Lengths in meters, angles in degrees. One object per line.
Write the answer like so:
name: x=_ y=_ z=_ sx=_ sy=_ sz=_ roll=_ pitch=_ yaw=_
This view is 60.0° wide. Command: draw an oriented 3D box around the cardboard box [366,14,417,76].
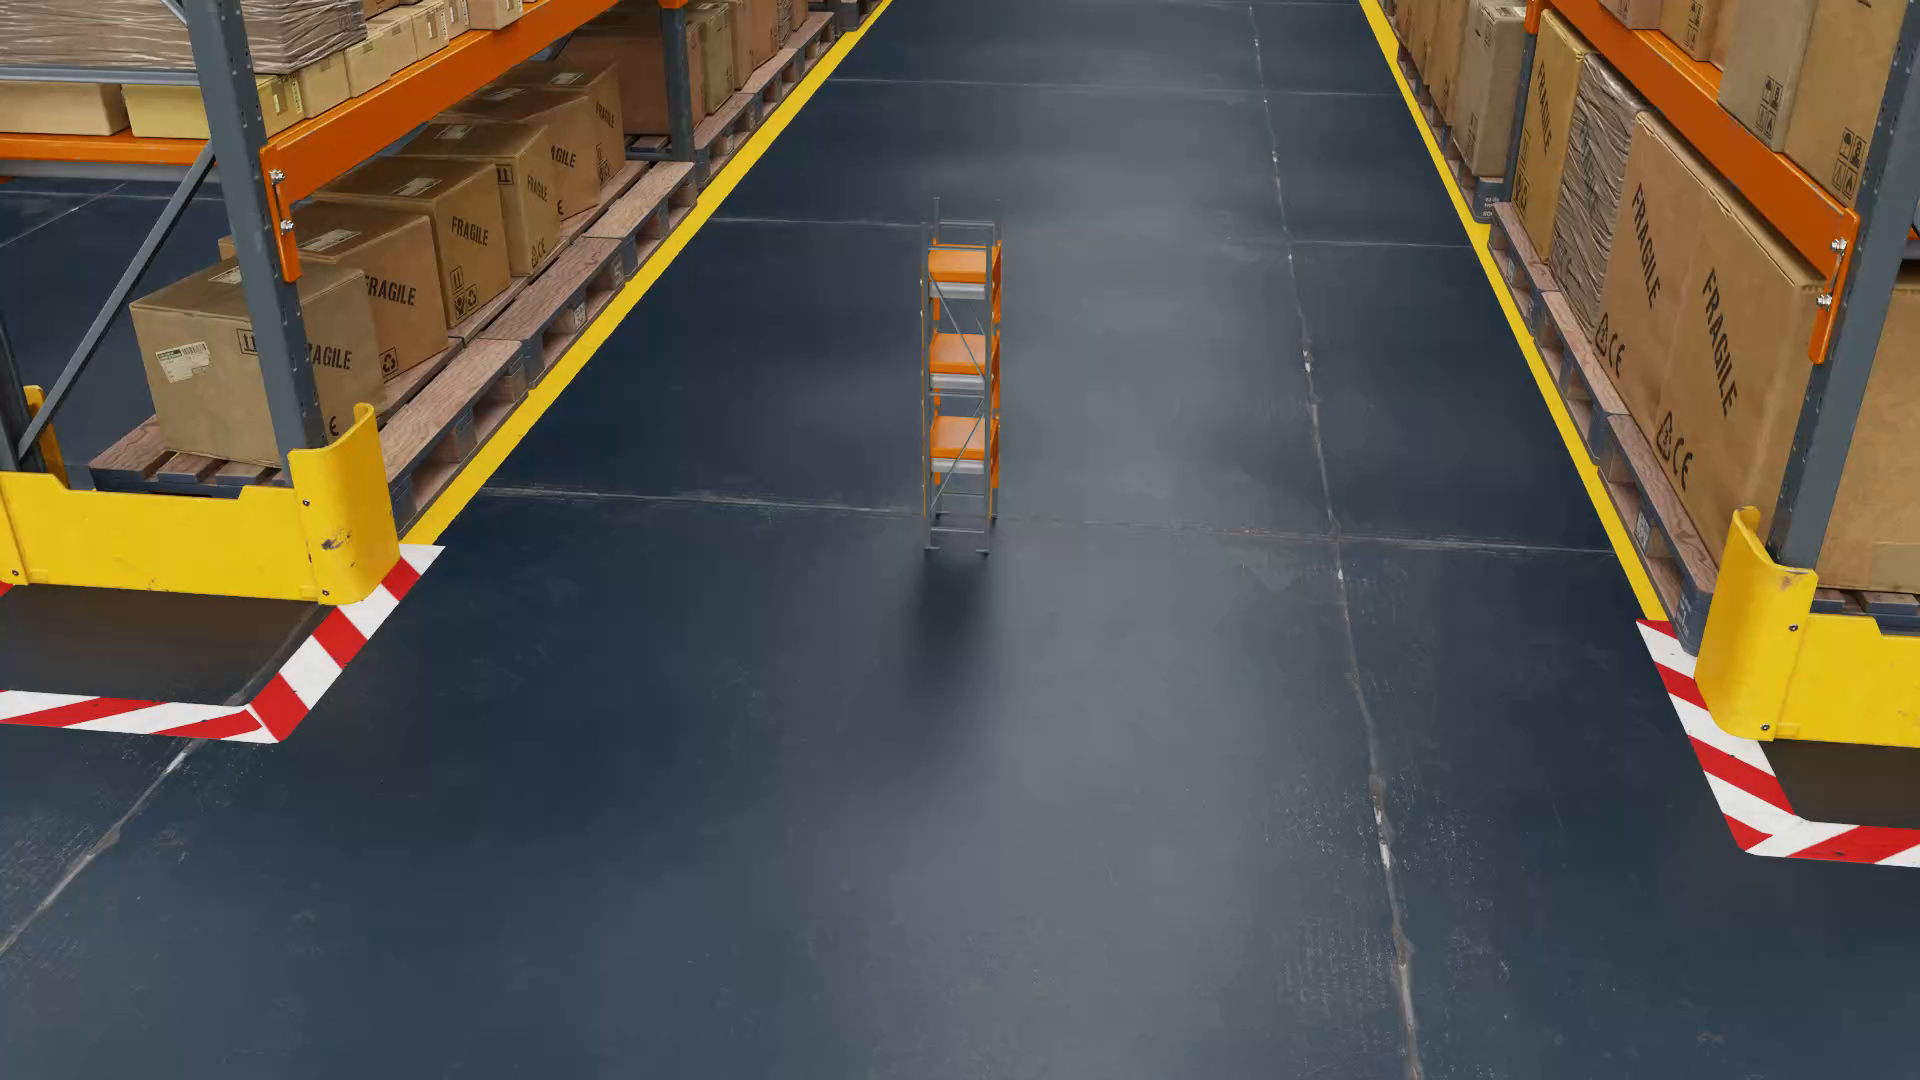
cardboard box: x=-1.957 y=-1.566 z=5.259 sx=0.380 sy=0.149 sz=0.250 roll=3 pitch=28 yaw=6

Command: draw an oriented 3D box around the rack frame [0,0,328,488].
rack frame: x=-2.334 y=-1.204 z=4.322 sx=1.000 sy=3.000 sz=0.127 roll=3 pitch=28 yaw=6

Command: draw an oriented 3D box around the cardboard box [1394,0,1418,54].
cardboard box: x=3.393 y=-3.547 z=10.601 sx=1.050 sy=0.750 sz=0.750 roll=3 pitch=28 yaw=6

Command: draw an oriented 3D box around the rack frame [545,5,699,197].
rack frame: x=-1.843 y=-3.087 z=7.817 sx=1.000 sy=3.000 sz=0.127 roll=3 pitch=28 yaw=6

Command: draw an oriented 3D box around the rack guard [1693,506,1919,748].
rack guard: x=2.574 y=0.243 z=4.271 sx=1.175 sy=0.500 sz=0.348 roll=3 pitch=28 yaw=6

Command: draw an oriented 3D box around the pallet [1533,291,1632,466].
pallet: x=2.749 y=-0.594 z=6.131 sx=1.003 sy=0.211 sz=1.213 roll=3 pitch=28 yaw=6

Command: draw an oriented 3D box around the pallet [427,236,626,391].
pallet: x=-2.038 y=-0.965 z=6.819 sx=1.003 sy=0.211 sz=1.213 roll=3 pitch=28 yaw=6

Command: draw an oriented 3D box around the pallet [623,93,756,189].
pallet: x=-1.750 y=-2.226 z=9.159 sx=1.003 sy=0.211 sz=1.213 roll=3 pitch=28 yaw=6

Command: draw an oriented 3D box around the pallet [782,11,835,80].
pallet: x=-1.451 y=-3.374 z=11.291 sx=1.003 sy=0.211 sz=1.213 roll=3 pitch=28 yaw=6

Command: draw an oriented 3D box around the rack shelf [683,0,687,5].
rack shelf: x=-1.598 y=-3.712 z=9.735 sx=1.077 sy=0.370 sz=4.000 roll=3 pitch=28 yaw=6

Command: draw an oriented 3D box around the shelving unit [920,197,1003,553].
shelving unit: x=0.007 y=-0.487 z=5.048 sx=0.215 sy=1.050 sz=0.252 roll=3 pitch=28 yaw=6

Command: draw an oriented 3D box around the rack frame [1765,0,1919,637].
rack frame: x=2.577 y=-0.868 z=3.699 sx=1.000 sy=3.000 sz=0.127 roll=3 pitch=28 yaw=6

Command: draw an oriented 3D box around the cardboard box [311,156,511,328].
cardboard box: x=-2.106 y=-1.158 z=6.430 sx=0.500 sy=0.500 sz=0.500 roll=6 pitch=29 yaw=11

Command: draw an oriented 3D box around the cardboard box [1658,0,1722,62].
cardboard box: x=2.840 y=-1.880 z=5.419 sx=0.875 sy=0.550 sz=0.500 roll=3 pitch=28 yaw=6

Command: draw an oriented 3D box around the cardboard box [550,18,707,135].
cardboard box: x=-1.747 y=-2.468 z=8.840 sx=0.700 sy=0.500 sz=0.500 roll=1 pitch=28 yaw=2

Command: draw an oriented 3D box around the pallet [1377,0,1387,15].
pallet: x=3.806 y=-4.347 z=13.096 sx=1.003 sy=0.211 sz=1.213 roll=3 pitch=28 yaw=6

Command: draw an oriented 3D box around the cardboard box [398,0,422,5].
cardboard box: x=-2.193 y=-2.112 z=5.588 sx=0.875 sy=0.500 sz=0.500 roll=3 pitch=28 yaw=6

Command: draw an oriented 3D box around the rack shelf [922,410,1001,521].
rack shelf: x=0.007 y=-0.233 z=5.185 sx=0.215 sy=0.259 sz=0.240 roll=3 pitch=28 yaw=6

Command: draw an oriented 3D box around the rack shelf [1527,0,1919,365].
rack shelf: x=2.822 y=-1.493 z=5.617 sx=1.077 sy=0.370 sz=4.000 roll=3 pitch=28 yaw=6

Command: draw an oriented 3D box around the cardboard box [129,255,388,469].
cardboard box: x=-2.240 y=-0.582 z=5.360 sx=0.500 sy=0.500 sz=0.500 roll=9 pitch=30 yaw=16

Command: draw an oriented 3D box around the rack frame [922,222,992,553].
rack frame: x=-0.008 y=-0.430 z=4.941 sx=0.200 sy=1.050 sz=0.008 roll=3 pitch=28 yaw=6

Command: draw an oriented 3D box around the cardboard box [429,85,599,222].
cardboard box: x=-1.995 y=-1.715 z=7.464 sx=0.500 sy=0.500 sz=0.500 roll=13 pitch=31 yaw=22

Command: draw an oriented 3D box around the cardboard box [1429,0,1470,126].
cardboard box: x=3.176 y=-2.697 z=9.023 sx=1.050 sy=0.750 sz=0.750 roll=3 pitch=28 yaw=6

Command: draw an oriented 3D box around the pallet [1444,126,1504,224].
pallet: x=3.087 y=-1.891 z=8.538 sx=1.003 sy=0.211 sz=1.213 roll=3 pitch=28 yaw=6

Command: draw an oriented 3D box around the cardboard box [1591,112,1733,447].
cardboard box: x=2.700 y=-0.855 z=5.472 sx=0.875 sy=0.875 sz=0.875 roll=3 pitch=28 yaw=5

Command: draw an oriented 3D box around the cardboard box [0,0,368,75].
cardboard box: x=-2.239 y=-1.636 z=4.706 sx=0.875 sy=0.500 sz=0.500 roll=3 pitch=28 yaw=6

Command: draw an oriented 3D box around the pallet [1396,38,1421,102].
pallet: x=3.385 y=-3.040 z=10.670 sx=1.003 sy=0.211 sz=1.213 roll=3 pitch=28 yaw=6

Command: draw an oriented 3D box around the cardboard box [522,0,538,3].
cardboard box: x=-1.776 y=-2.153 z=6.348 sx=0.380 sy=0.149 sz=0.250 roll=3 pitch=28 yaw=6

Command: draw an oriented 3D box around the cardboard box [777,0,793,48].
cardboard box: x=-1.471 y=-3.485 z=10.727 sx=0.700 sy=0.500 sz=0.500 roll=1 pitch=28 yaw=2

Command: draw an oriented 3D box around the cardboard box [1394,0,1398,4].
cardboard box: x=3.378 y=-4.043 z=11.785 sx=0.500 sy=0.500 sz=0.500 roll=3 pitch=28 yaw=6

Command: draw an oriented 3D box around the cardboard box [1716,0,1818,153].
cardboard box: x=2.623 y=-1.372 z=4.476 sx=0.875 sy=0.550 sz=0.550 roll=3 pitch=28 yaw=6

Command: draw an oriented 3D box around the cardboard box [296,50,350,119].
cardboard box: x=-2.012 y=-1.330 z=4.822 sx=0.380 sy=0.149 sz=0.250 roll=3 pitch=28 yaw=6

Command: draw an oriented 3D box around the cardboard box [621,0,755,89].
cardboard box: x=-1.602 y=-2.955 z=9.744 sx=0.700 sy=0.500 sz=0.500 roll=1 pitch=28 yaw=2

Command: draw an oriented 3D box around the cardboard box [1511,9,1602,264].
cardboard box: x=2.920 y=-1.709 z=7.056 sx=0.875 sy=0.875 sz=0.875 roll=4 pitch=29 yaw=7

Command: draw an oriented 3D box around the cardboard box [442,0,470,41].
cardboard box: x=-1.915 y=-1.803 z=5.698 sx=0.380 sy=0.149 sz=0.250 roll=3 pitch=28 yaw=6
